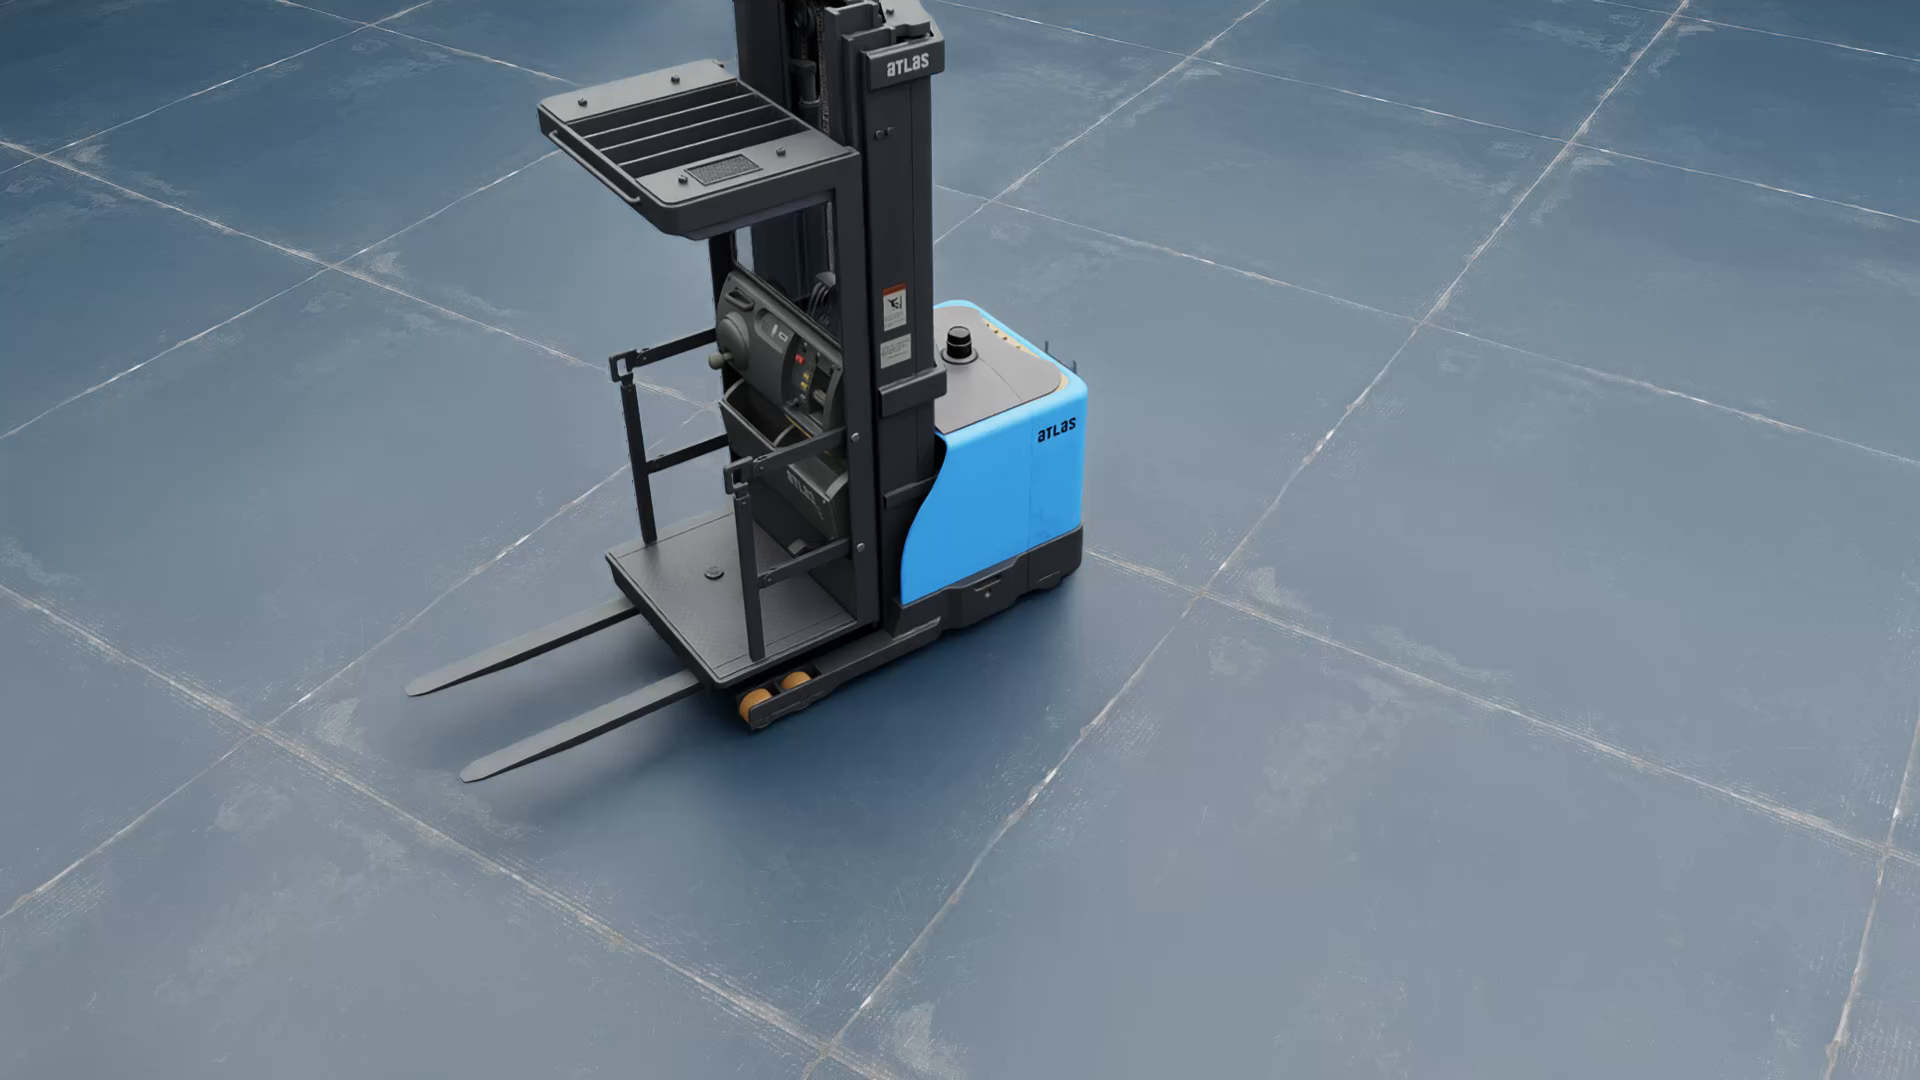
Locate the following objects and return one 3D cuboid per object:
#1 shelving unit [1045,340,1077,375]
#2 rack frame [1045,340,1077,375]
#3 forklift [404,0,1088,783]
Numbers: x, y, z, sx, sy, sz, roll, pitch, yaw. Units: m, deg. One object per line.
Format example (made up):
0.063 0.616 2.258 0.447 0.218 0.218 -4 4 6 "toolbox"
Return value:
0.395 -0.504 8.106 0.210 0.900 0.258 -23 43 -27 "shelving unit"
0.478 -0.540 8.153 0.006 0.900 0.240 -23 43 -27 "rack frame"
-0.917 -0.722 6.725 3.031 2.935 1.130 -23 43 -27 "forklift"
